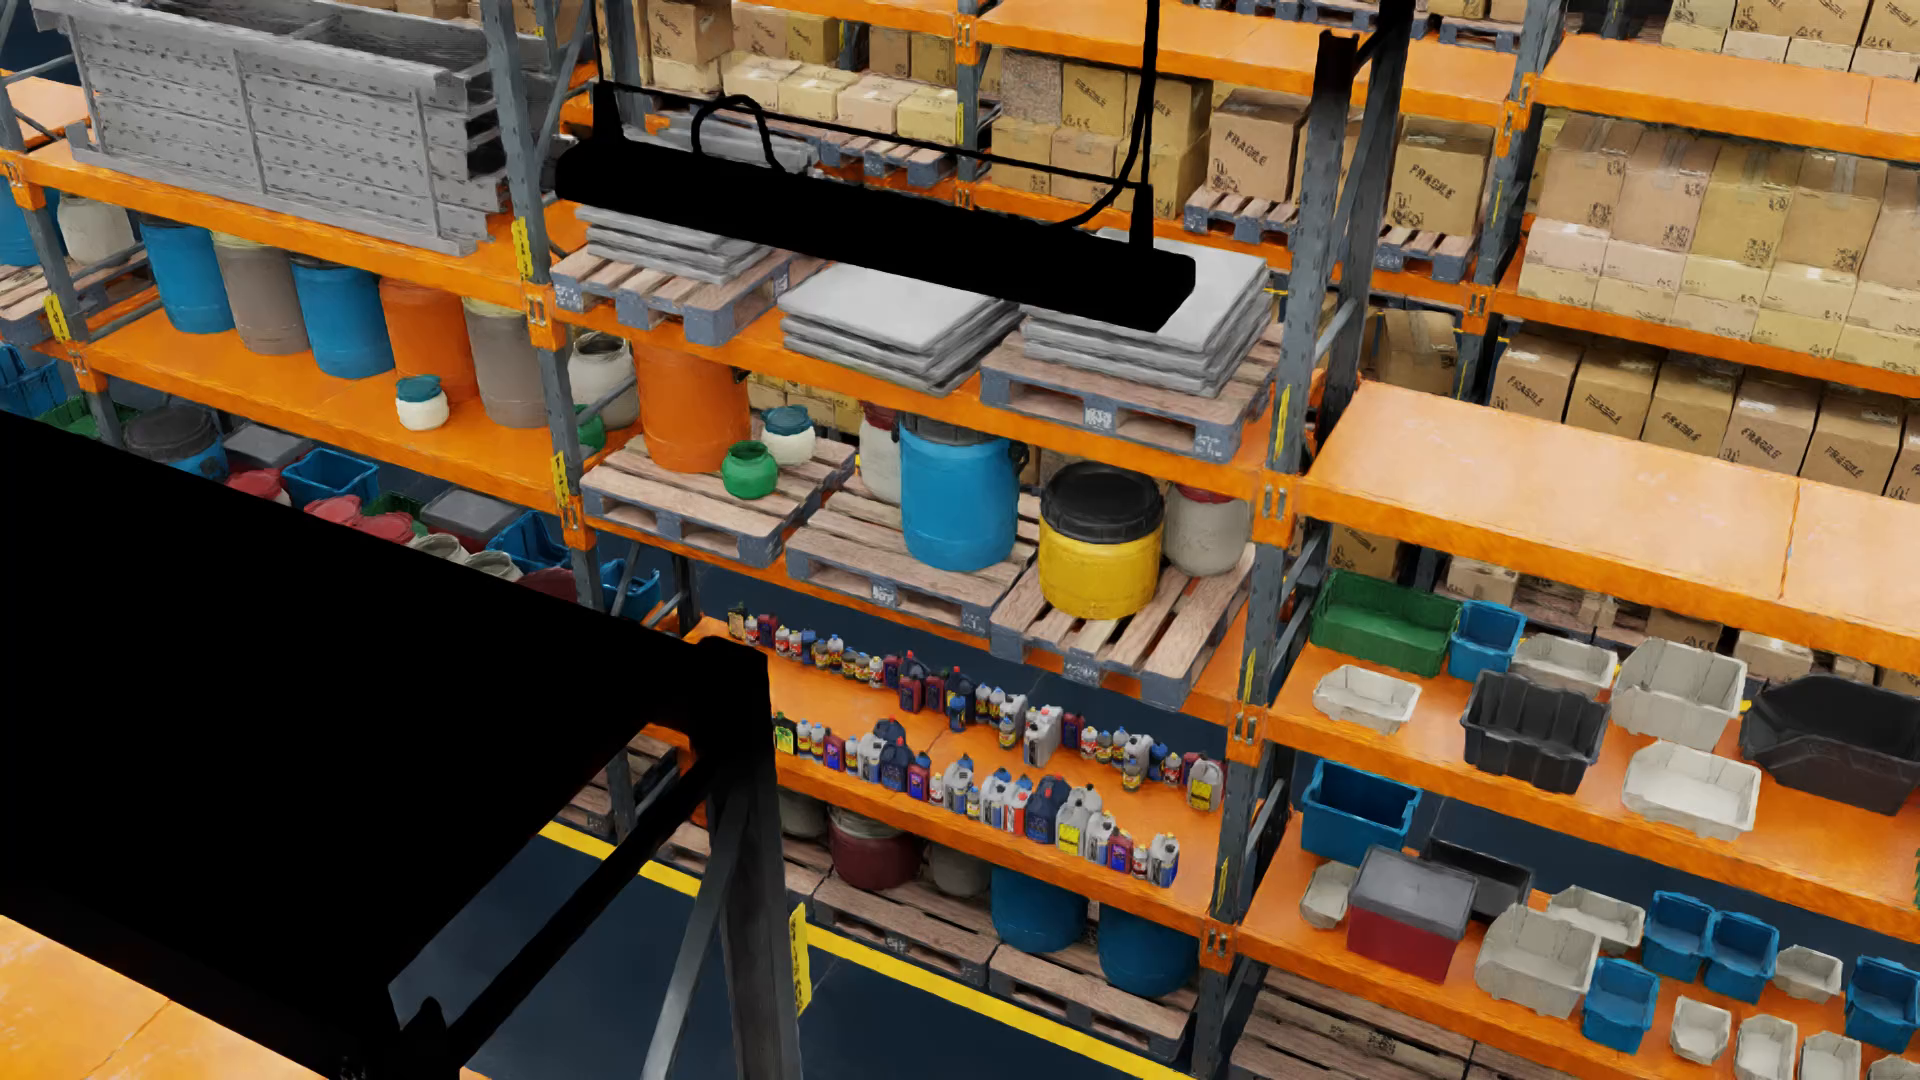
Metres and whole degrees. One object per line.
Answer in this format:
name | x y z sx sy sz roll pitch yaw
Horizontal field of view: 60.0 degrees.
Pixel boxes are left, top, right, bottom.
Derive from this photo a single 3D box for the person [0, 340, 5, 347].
person | -9.483 -2.182 15.638 0.881 1.537 0.451 2 35 3
